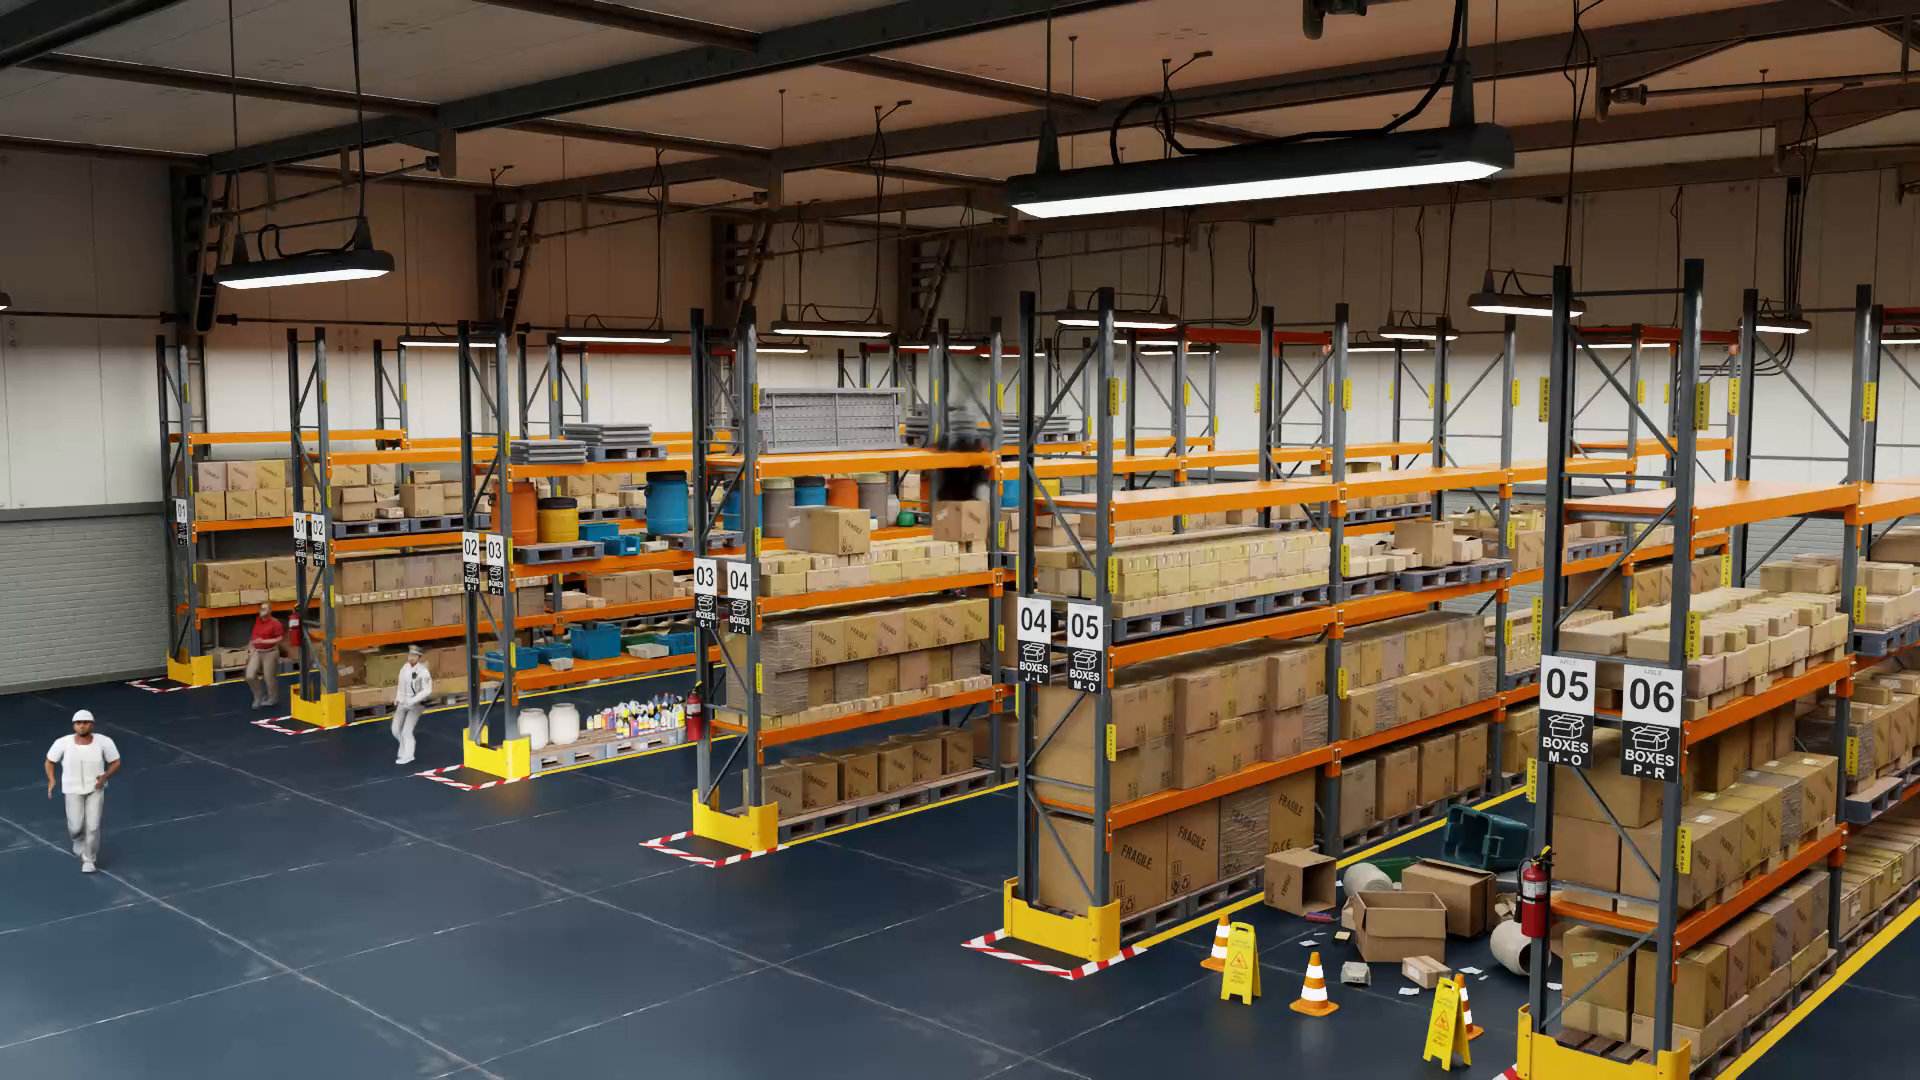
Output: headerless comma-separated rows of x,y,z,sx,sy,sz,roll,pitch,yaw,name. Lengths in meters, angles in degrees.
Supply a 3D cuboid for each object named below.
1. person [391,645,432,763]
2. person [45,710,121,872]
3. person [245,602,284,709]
-7.457,2.230,22.577,0.647,1.637,0.501,2,6,17,person
-9.313,2.659,17.688,0.720,1.725,0.598,-3,6,-26,person
-10.987,1.863,26.422,0.651,1.771,0.662,1,6,15,person
